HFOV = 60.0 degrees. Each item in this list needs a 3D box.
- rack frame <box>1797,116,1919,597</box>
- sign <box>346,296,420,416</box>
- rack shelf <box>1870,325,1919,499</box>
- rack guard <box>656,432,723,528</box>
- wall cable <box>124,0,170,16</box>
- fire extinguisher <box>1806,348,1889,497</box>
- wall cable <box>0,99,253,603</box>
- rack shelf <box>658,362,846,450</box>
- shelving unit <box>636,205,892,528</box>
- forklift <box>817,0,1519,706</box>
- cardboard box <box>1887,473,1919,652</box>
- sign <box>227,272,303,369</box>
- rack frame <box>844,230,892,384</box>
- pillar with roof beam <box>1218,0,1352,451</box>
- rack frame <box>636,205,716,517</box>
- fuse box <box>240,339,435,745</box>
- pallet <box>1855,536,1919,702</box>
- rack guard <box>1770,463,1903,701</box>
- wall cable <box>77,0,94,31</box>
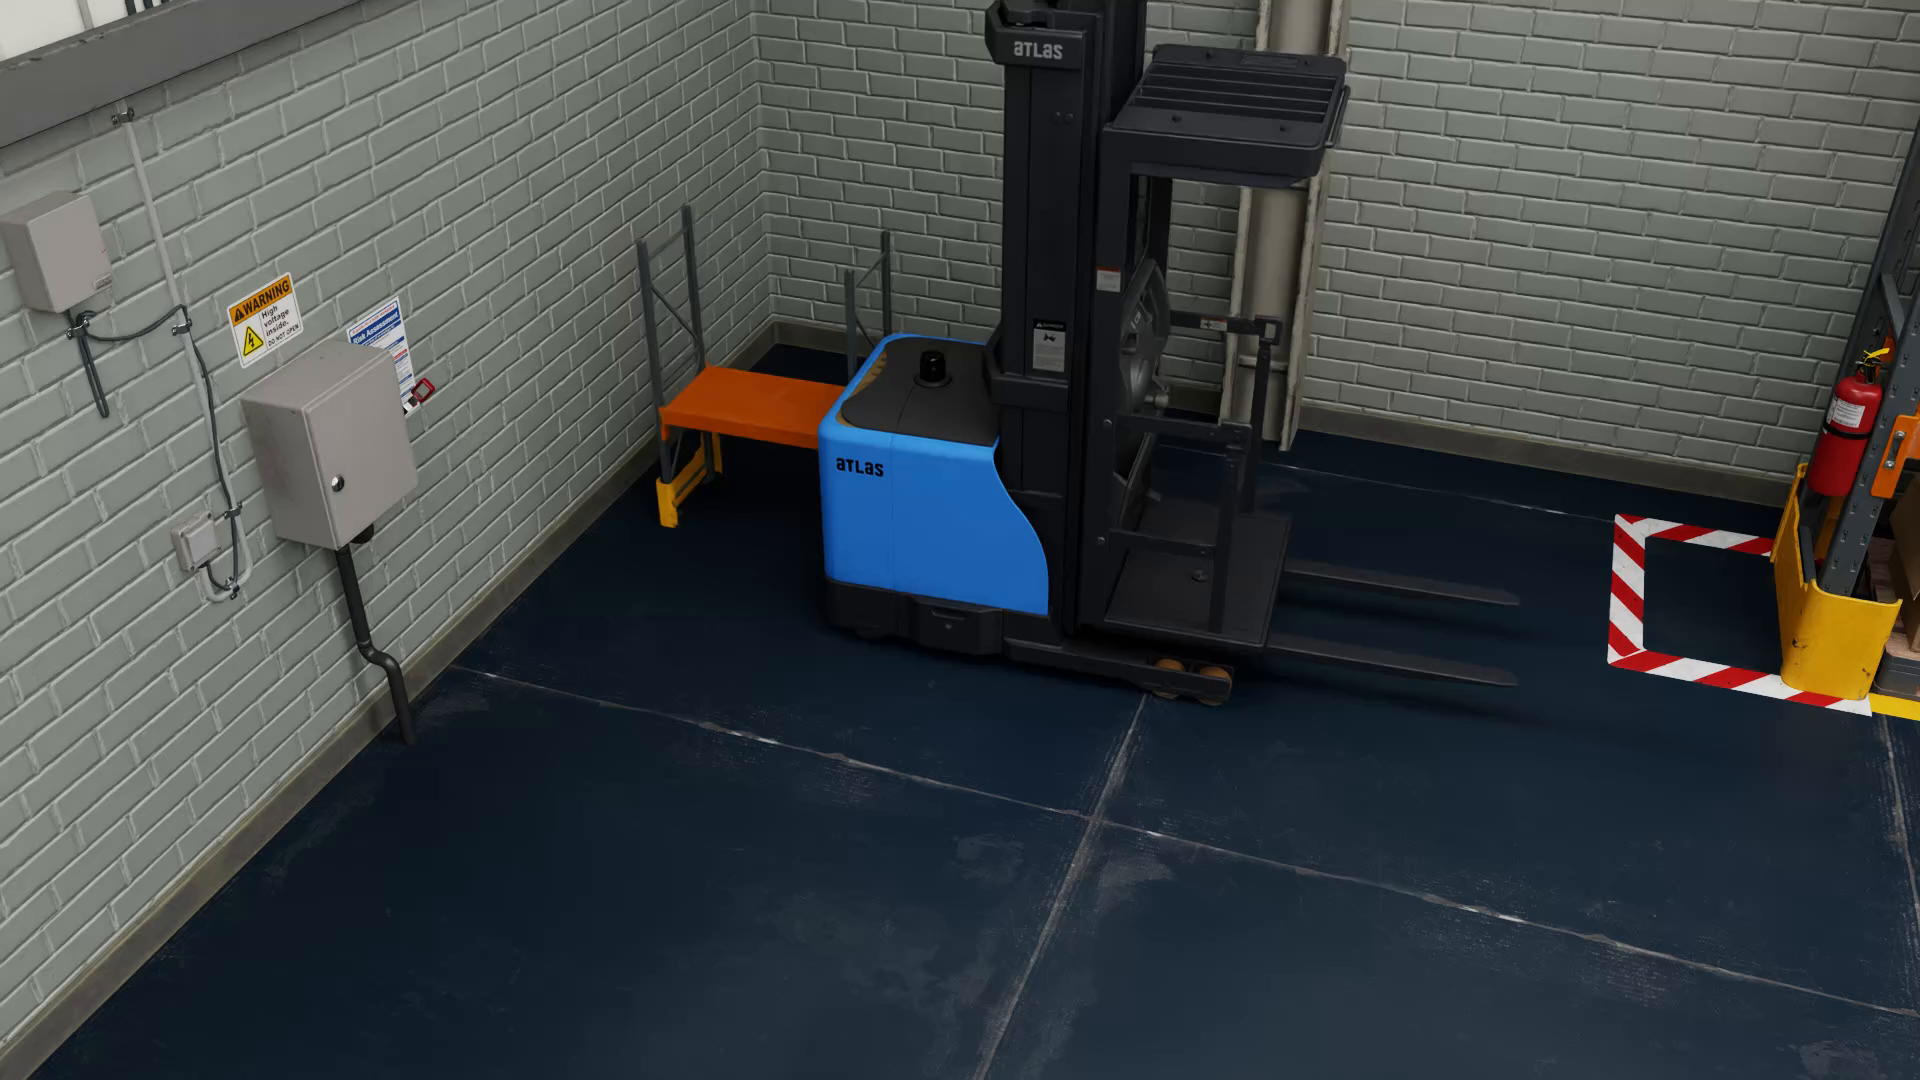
[{"bbox_3d":[3.875,-0.900,6.879,0.127,3.000,1.000,11,34,16],"label":"rack frame"},{"bbox_3d":[-2.294,-0.681,6.627,0.001,0.494,0.329,11,34,16],"label":"sign"},{"bbox_3d":[5.758,-0.232,6.507,4.000,0.370,1.077,11,34,16],"label":"rack shelf"},{"bbox_3d":[-1.382,-0.322,8.519,0.087,0.250,0.587,10,34,15],"label":"rack guard"},{"bbox_3d":[-2.014,-3.597,5.491,0.133,3.039,2.988,11,34,16],"label":"wall cable"},{"bbox_3d":[3.581,-0.502,6.677,0.183,0.674,0.296,11,34,16],"label":"fire extinguisher"},{"bbox_3d":[-2.644,-0.538,5.381,0.122,1.984,0.588,11,34,16],"label":"wall cable"},{"bbox_3d":[-0.900,-0.610,8.143,1.000,0.185,0.538,10,34,15],"label":"rack shelf"},{"bbox_3d":[-0.909,-0.762,8.048,1.083,1.500,0.587,10,34,15],"label":"shelving unit"},{"bbox_3d":[0.953,-0.842,6.852,3.031,2.935,1.130,9,34,13],"label":"forklift"},{"bbox_3d":[4.419,0.133,7.194,0.637,0.503,0.797,10,34,15],"label":"cardboard box"},{"bbox_3d":[-2.479,-0.787,5.943,0.001,0.242,0.339,11,34,16],"label":"sign"},{"bbox_3d":[-0.418,-0.674,7.911,0.032,1.500,0.500,10,34,15],"label":"rack frame"},{"bbox_3d":[0.189,-2.176,3.324,0.400,9.000,9.100,11,34,16],"label":"pillar with roof beam"},{"bbox_3d":[-1.383,-0.848,8.180,0.032,1.500,0.500,10,34,15],"label":"rack frame"},{"bbox_3d":[-2.266,0.111,6.501,0.414,1.711,0.539,11,34,16],"label":"fuse box"},{"bbox_3d":[4.698,0.431,7.388,1.213,0.211,1.003,11,34,16],"label":"pallet"},{"bbox_3d":[3.947,0.164,7.535,0.348,0.500,1.175,11,34,16],"label":"rack guard"},{"bbox_3d":[-2.989,-2.166,3.308,0.029,3.000,2.355,11,34,16],"label":"wall cable"}]
